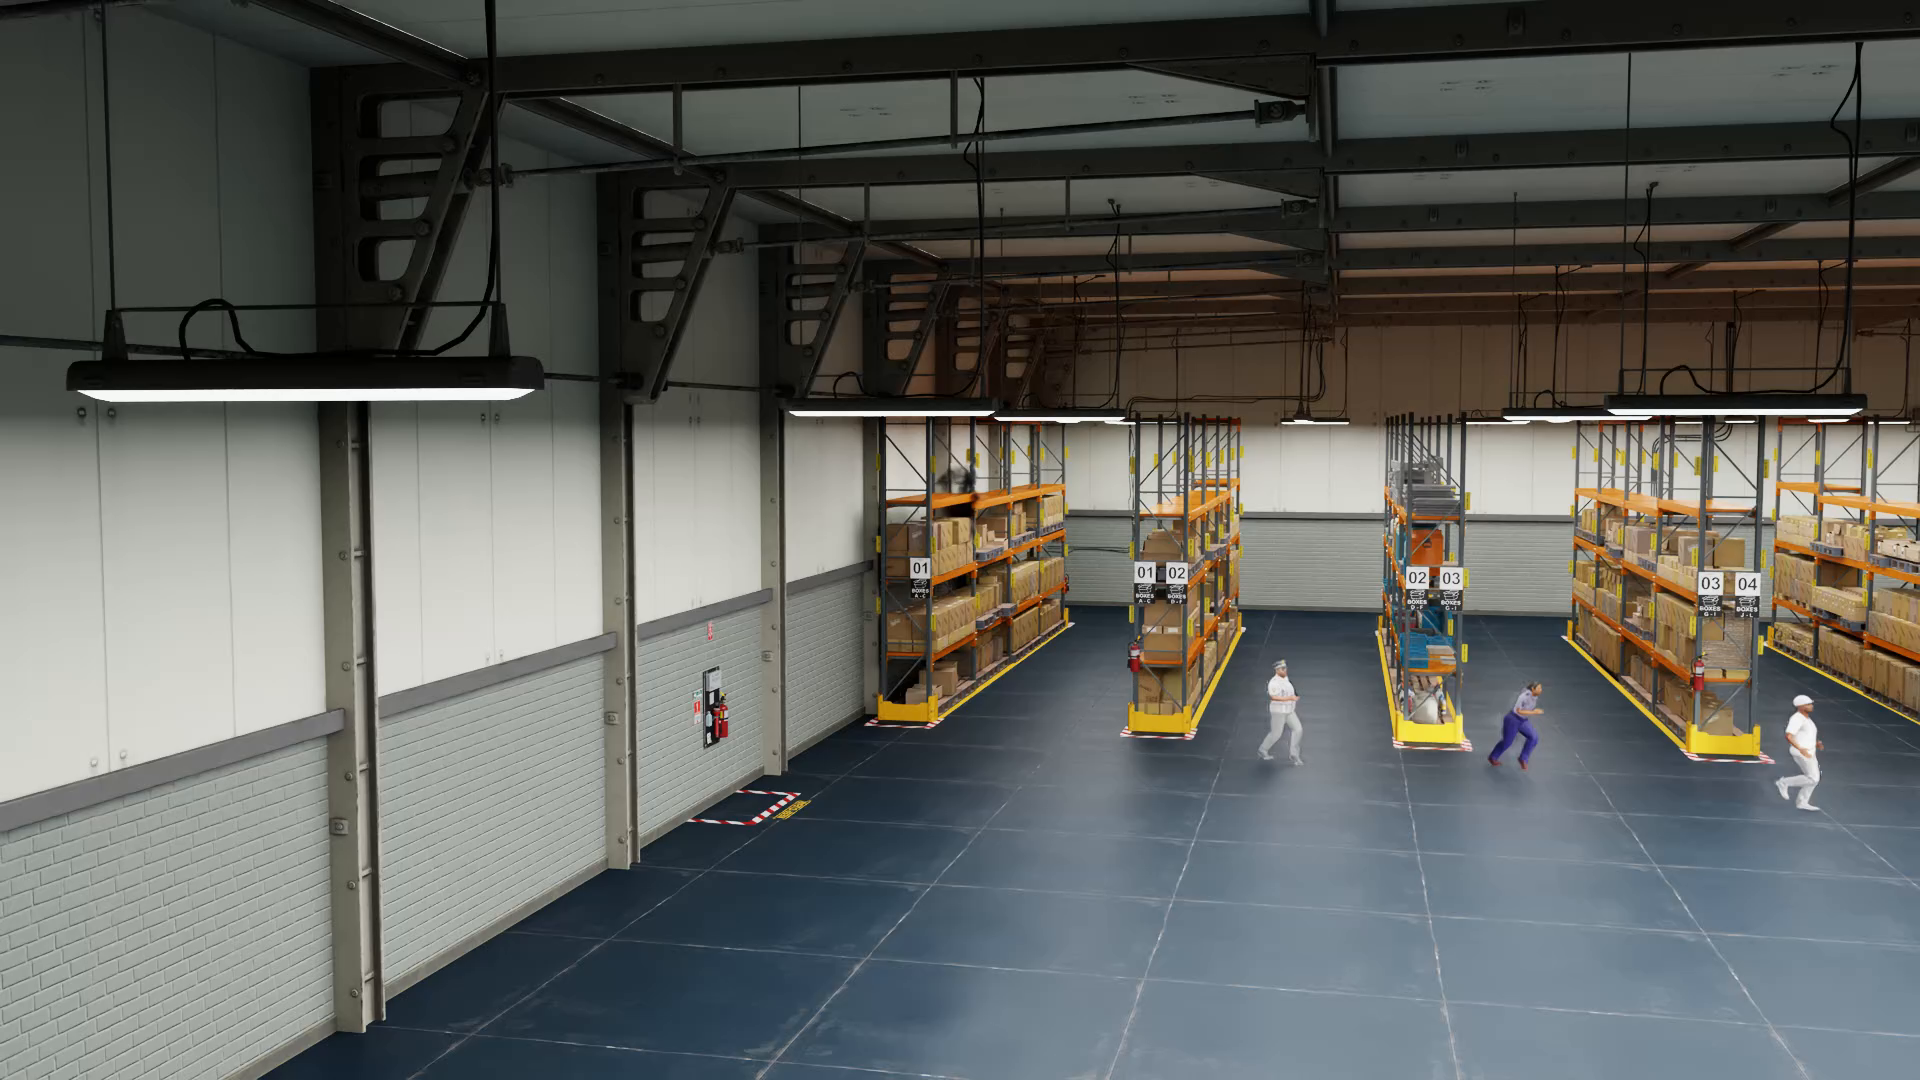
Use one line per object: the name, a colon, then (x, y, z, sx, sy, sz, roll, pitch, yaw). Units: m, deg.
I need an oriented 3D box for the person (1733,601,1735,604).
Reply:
person: (19.593, 2.070, 41.618, 0.564, 1.751, 0.766, 1, 4, 17)

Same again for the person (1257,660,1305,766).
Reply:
person: (5.483, 2.944, 28.330, 0.822, 1.830, 0.670, 4, 5, 45)

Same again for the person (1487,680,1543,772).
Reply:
person: (9.316, 3.096, 27.813, 0.956, 1.579, 0.640, 4, 5, 43)

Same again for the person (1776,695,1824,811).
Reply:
person: (12.590, 3.179, 24.929, 0.589, 1.721, 0.690, 3, 5, 38)
